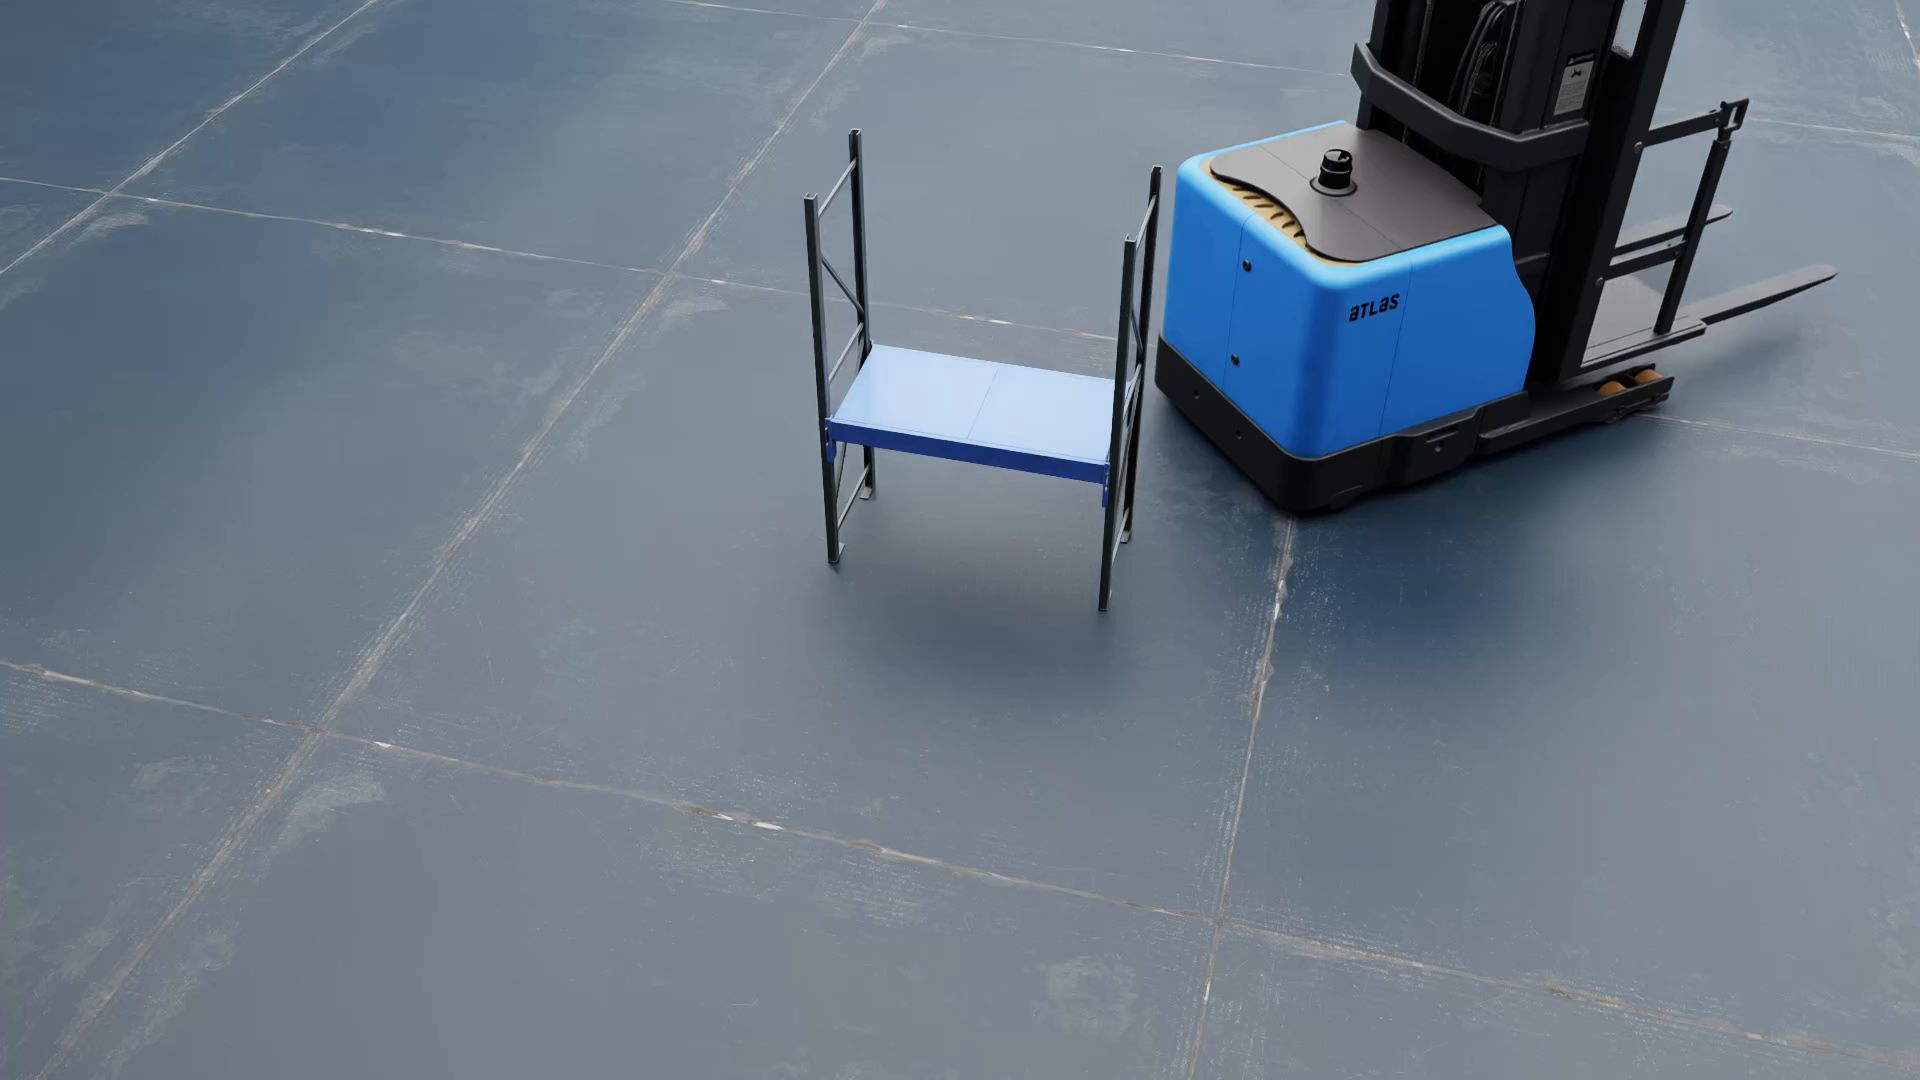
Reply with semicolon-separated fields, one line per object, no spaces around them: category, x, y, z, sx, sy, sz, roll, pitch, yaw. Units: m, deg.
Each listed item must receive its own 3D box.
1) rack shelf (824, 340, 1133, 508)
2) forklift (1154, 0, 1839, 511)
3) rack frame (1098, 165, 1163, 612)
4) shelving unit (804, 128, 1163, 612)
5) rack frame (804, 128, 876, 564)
rack shelf;0.082;-0.422;5.866;1.000;0.185;0.538;10;41;11
forklift;2.363;-1.890;6.222;3.031;2.935;1.130;-18;43;-20
rack frame;0.573;-0.476;5.650;0.032;1.500;0.500;10;41;11
shelving unit;0.082;-0.560;5.751;1.048;1.500;0.538;10;41;11
rack frame;-0.409;-0.645;5.851;0.032;1.500;0.500;10;41;11
